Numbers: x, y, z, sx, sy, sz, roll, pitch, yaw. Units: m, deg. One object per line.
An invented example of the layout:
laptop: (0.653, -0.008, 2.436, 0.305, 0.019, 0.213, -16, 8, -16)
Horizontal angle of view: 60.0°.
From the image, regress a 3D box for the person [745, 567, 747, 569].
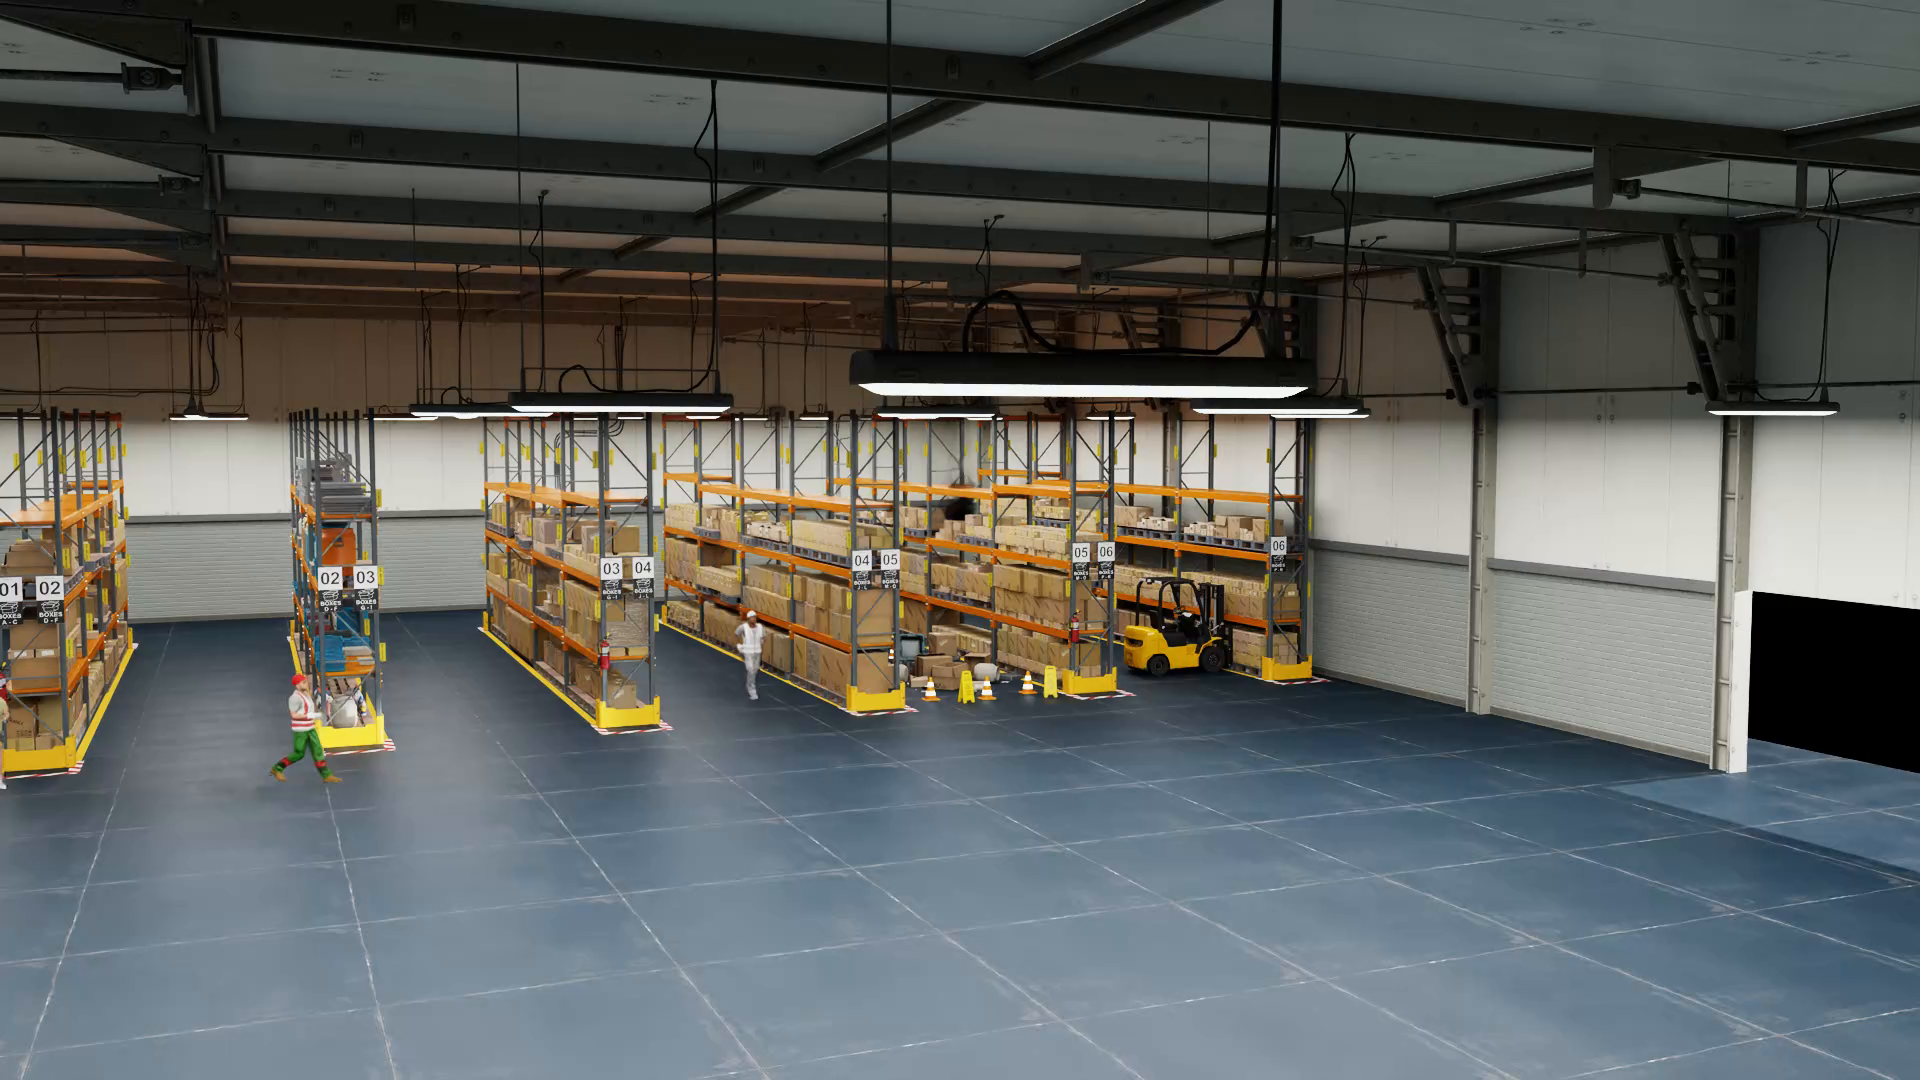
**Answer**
person: (-6.225, 1.573, 48.154, 0.527, 1.613, 0.761, -3, 5, -38)

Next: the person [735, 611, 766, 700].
person: (-4.328, 2.382, 34.747, 0.646, 1.812, 0.804, -2, 5, -31)

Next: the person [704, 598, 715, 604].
person: (-7.547, 1.519, 49.514, 0.625, 1.345, 0.548, -2, 4, -26)

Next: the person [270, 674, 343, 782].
person: (-10.301, 2.968, 26.186, 1.092, 1.739, 0.666, 0, 4, 1)

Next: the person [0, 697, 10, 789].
person: (-15.247, 3.053, 26.233, 0.833, 1.652, 0.578, 1, 4, 19)
